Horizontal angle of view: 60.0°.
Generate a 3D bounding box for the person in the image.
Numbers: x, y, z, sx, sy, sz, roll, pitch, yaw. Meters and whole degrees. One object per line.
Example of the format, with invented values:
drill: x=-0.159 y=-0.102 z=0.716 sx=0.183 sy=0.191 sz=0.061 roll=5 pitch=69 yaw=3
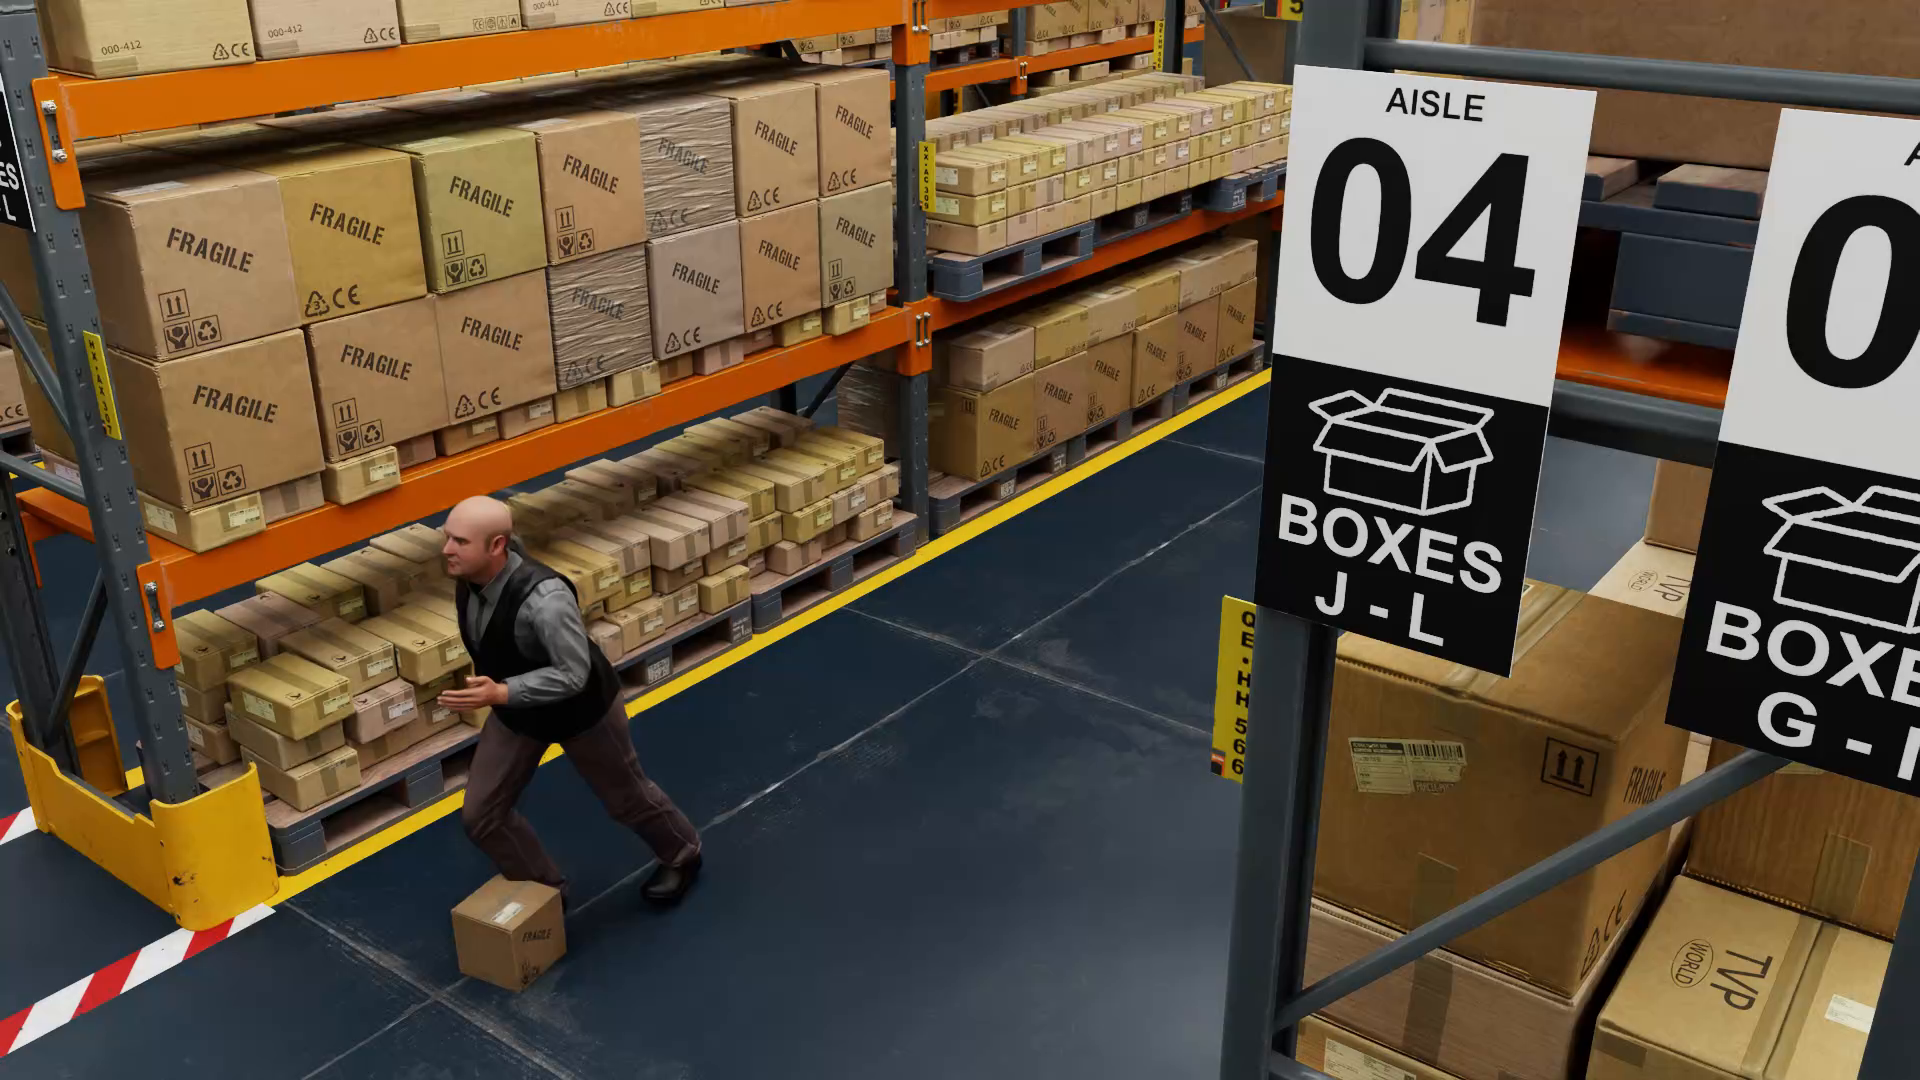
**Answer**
person: x=-1.329 y=0.569 z=5.390 sx=0.649 sy=1.647 sz=0.956 roll=14 pitch=27 yaw=29
